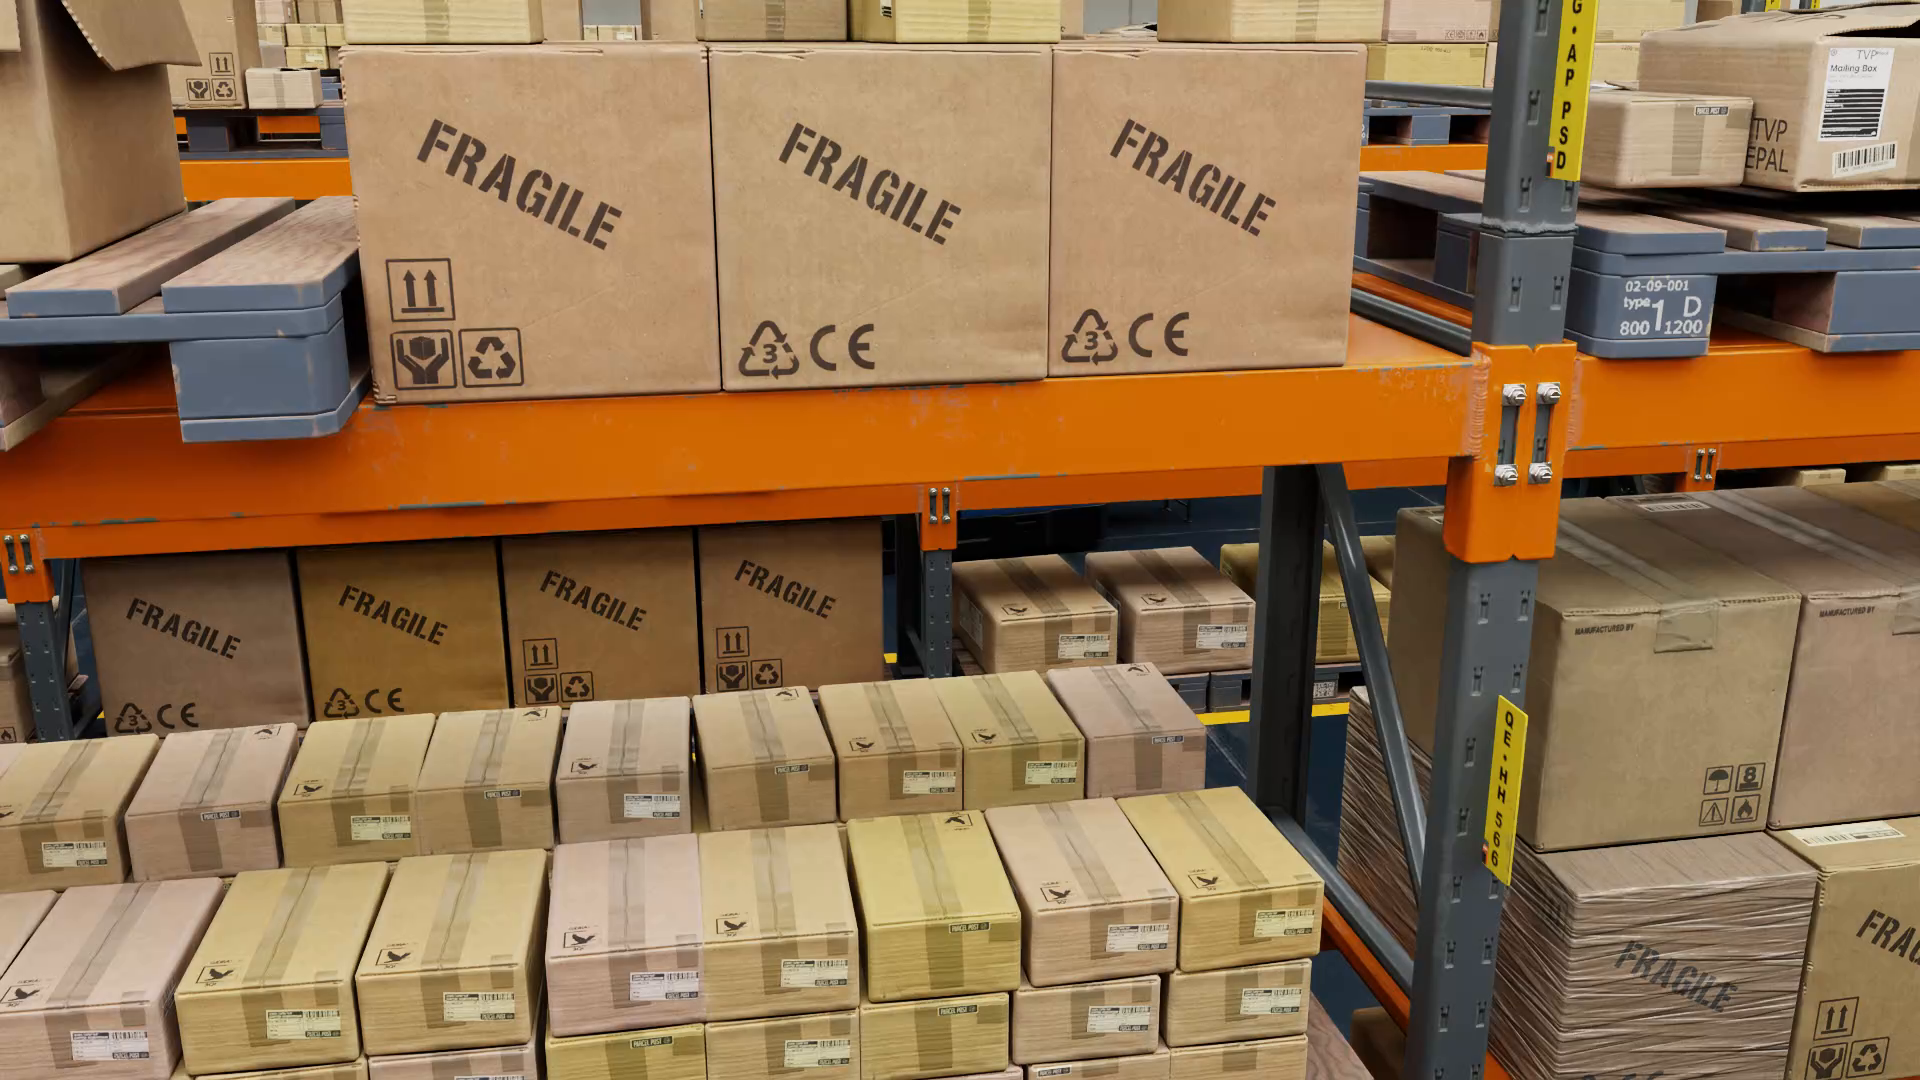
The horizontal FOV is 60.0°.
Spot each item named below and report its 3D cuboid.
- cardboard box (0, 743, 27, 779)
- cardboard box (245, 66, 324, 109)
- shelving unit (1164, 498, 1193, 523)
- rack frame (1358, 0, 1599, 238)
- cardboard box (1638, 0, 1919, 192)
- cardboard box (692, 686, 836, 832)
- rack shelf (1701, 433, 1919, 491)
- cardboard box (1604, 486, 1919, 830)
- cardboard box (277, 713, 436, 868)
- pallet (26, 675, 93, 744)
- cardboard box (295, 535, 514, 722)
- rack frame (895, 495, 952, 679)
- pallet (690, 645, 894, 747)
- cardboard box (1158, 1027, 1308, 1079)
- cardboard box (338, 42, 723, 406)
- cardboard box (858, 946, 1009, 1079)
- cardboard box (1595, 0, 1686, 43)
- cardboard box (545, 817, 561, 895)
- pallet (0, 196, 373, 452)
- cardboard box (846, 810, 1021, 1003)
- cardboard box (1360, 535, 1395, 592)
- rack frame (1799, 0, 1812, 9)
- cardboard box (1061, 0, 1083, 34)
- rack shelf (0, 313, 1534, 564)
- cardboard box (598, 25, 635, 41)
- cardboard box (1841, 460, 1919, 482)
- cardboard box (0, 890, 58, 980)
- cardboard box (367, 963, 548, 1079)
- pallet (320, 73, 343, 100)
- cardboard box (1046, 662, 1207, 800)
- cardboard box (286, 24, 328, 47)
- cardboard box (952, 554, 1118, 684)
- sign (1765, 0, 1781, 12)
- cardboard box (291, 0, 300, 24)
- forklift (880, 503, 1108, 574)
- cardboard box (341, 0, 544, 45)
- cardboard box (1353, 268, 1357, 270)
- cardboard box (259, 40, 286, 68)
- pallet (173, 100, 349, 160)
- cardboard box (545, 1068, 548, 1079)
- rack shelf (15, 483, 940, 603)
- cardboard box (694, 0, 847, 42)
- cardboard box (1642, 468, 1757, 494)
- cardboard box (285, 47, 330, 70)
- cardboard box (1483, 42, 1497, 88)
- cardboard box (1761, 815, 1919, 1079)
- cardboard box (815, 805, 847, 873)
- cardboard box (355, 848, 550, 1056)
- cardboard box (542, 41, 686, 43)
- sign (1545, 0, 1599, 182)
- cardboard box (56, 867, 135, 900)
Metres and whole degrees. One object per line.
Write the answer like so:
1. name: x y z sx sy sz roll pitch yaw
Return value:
1. cardboard box: -1.950 0.536 3.156 0.250 0.149 0.380 -3 17 -11
2. cardboard box: -2.812 -1.890 6.931 0.250 0.166 0.380 -4 18 -14
3. shelving unit: 1.210 -0.858 11.552 0.755 1.500 0.431 -6 18 -18
4. rack frame: 0.845 -2.067 2.714 0.127 3.000 1.000 -3 17 -10
5. cardboard box: 1.597 -0.816 3.016 0.500 0.311 0.500 -3 17 -10
6. cardboard box: -0.411 0.449 3.442 0.250 0.149 0.380 -4 18 -13
7. rack shelf: 5.698 -0.611 9.416 4.000 0.370 1.077 -3 17 -10
8. cardboard box: 1.784 0.225 3.599 0.500 0.500 0.700 -3 17 -11
9. cardboard box: -1.181 0.492 3.300 0.250 0.149 0.380 -3 17 -11
10. pallet: -4.882 0.955 7.842 1.213 0.211 1.003 -3 17 -10
11. cardboard box: -2.642 0.307 8.106 0.875 0.875 0.875 -3 17 -9
12. rack frame: -0.193 -0.620 8.223 0.127 3.000 1.000 -3 17 -10
13. pallet: -0.982 0.735 8.560 1.213 0.211 1.003 -3 17 -10
14. cardboard box: 0.448 0.880 3.050 0.250 0.149 0.380 -3 17 -10
15. cardboard box: -0.648 -0.517 2.608 0.500 0.500 0.500 -3 17 -10
16. cardboard box: -0.073 0.768 2.910 0.250 0.149 0.380 -3 17 -9
17. cardboard box: 3.189 -2.576 8.170 0.500 0.250 0.500 -3 17 -9
18. cardboard box: -0.932 0.619 3.393 0.250 0.149 0.380 -3 17 -11
19. pallet: -1.438 -0.383 2.660 1.003 0.211 1.213 -3 17 -10
20. cardboard box: -0.054 0.623 2.873 0.250 0.149 0.380 -3 17 -9
21. cardboard box: 2.514 0.283 9.041 0.625 0.372 0.950 -2 17 -7
22. rack frame: 6.716 -5.364 13.451 0.127 3.000 1.000 -3 17 -10
23. cardboard box: 0.618 -3.808 12.437 0.500 0.500 0.500 -3 17 -9
24. rack shelf: -1.119 -0.178 2.898 4.000 0.370 1.077 -3 17 -10
25. cardboard box: -2.447 -3.584 11.833 0.250 0.149 0.380 -4 17 -12
26. cardboard box: 5.003 -0.372 9.000 0.250 0.149 0.380 -3 17 -8
27. cardboard box: -1.587 0.711 2.588 0.250 0.149 0.380 -3 17 -11
28. cardboard box: -0.820 0.809 2.774 0.250 0.149 0.380 -3 17 -9
29. pallet: -4.412 -3.188 11.795 1.003 0.211 1.213 -3 17 -10
30. cardboard box: 0.350 0.406 3.580 0.250 0.149 0.380 -3 17 -10
31. cardboard box: -4.441 -3.458 11.390 0.250 0.149 0.380 -3 17 -10
32. cardboard box: 0.363 0.406 8.640 0.625 0.372 0.950 -4 18 -14
33. sign: 3.843 -2.553 7.854 0.005 0.325 0.100 -3 17 -10
34. cardboard box: -4.779 -3.768 11.691 0.258 0.266 0.396 -3 17 -11
35. forklift: -0.588 -1.341 10.684 3.031 2.935 1.130 -6 18 -18
36. cardboard box: -0.762 -0.872 2.458 0.258 0.266 0.396 -3 17 -10
37. cardboard box: 1.737 -1.207 8.741 0.500 0.500 0.500 -4 18 -13
38. cardboard box: -3.295 -2.099 7.365 0.500 0.311 0.500 -3 17 -10
39. pallet: -3.230 -1.805 7.298 1.217 0.209 0.805 -4 18 -13
40. cardboard box: -0.813 0.950 2.822 0.250 0.149 0.380 -3 17 -9
41. rack shelf: -2.157 -0.165 7.966 4.000 0.370 1.077 -3 17 -10
42. cardboard box: -0.354 -1.049 3.036 0.258 0.266 0.396 -3 17 -10
43. cardboard box: 4.264 -0.198 9.539 0.500 0.500 0.500 -3 17 -11
44. cardboard box: -4.437 -3.297 11.371 0.250 0.149 0.380 -3 17 -10
45. cardboard box: 2.690 -2.305 8.139 0.500 0.250 0.500 -3 17 -10
46. cardboard box: 1.836 0.777 3.503 0.500 0.500 0.500 -3 17 -11
47. cardboard box: -0.195 0.579 3.525 0.250 0.149 0.380 -4 17 -12
48. cardboard box: -0.819 0.667 2.732 0.250 0.149 0.380 -2 17 -8
49. cardboard box: -0.746 -0.666 3.093 0.500 0.500 0.500 -3 17 -10
50. sign: 0.946 -0.724 2.569 0.005 0.325 0.100 -3 17 -10
51. cardboard box: -1.703 0.663 3.250 0.250 0.149 0.380 -4 18 -13
